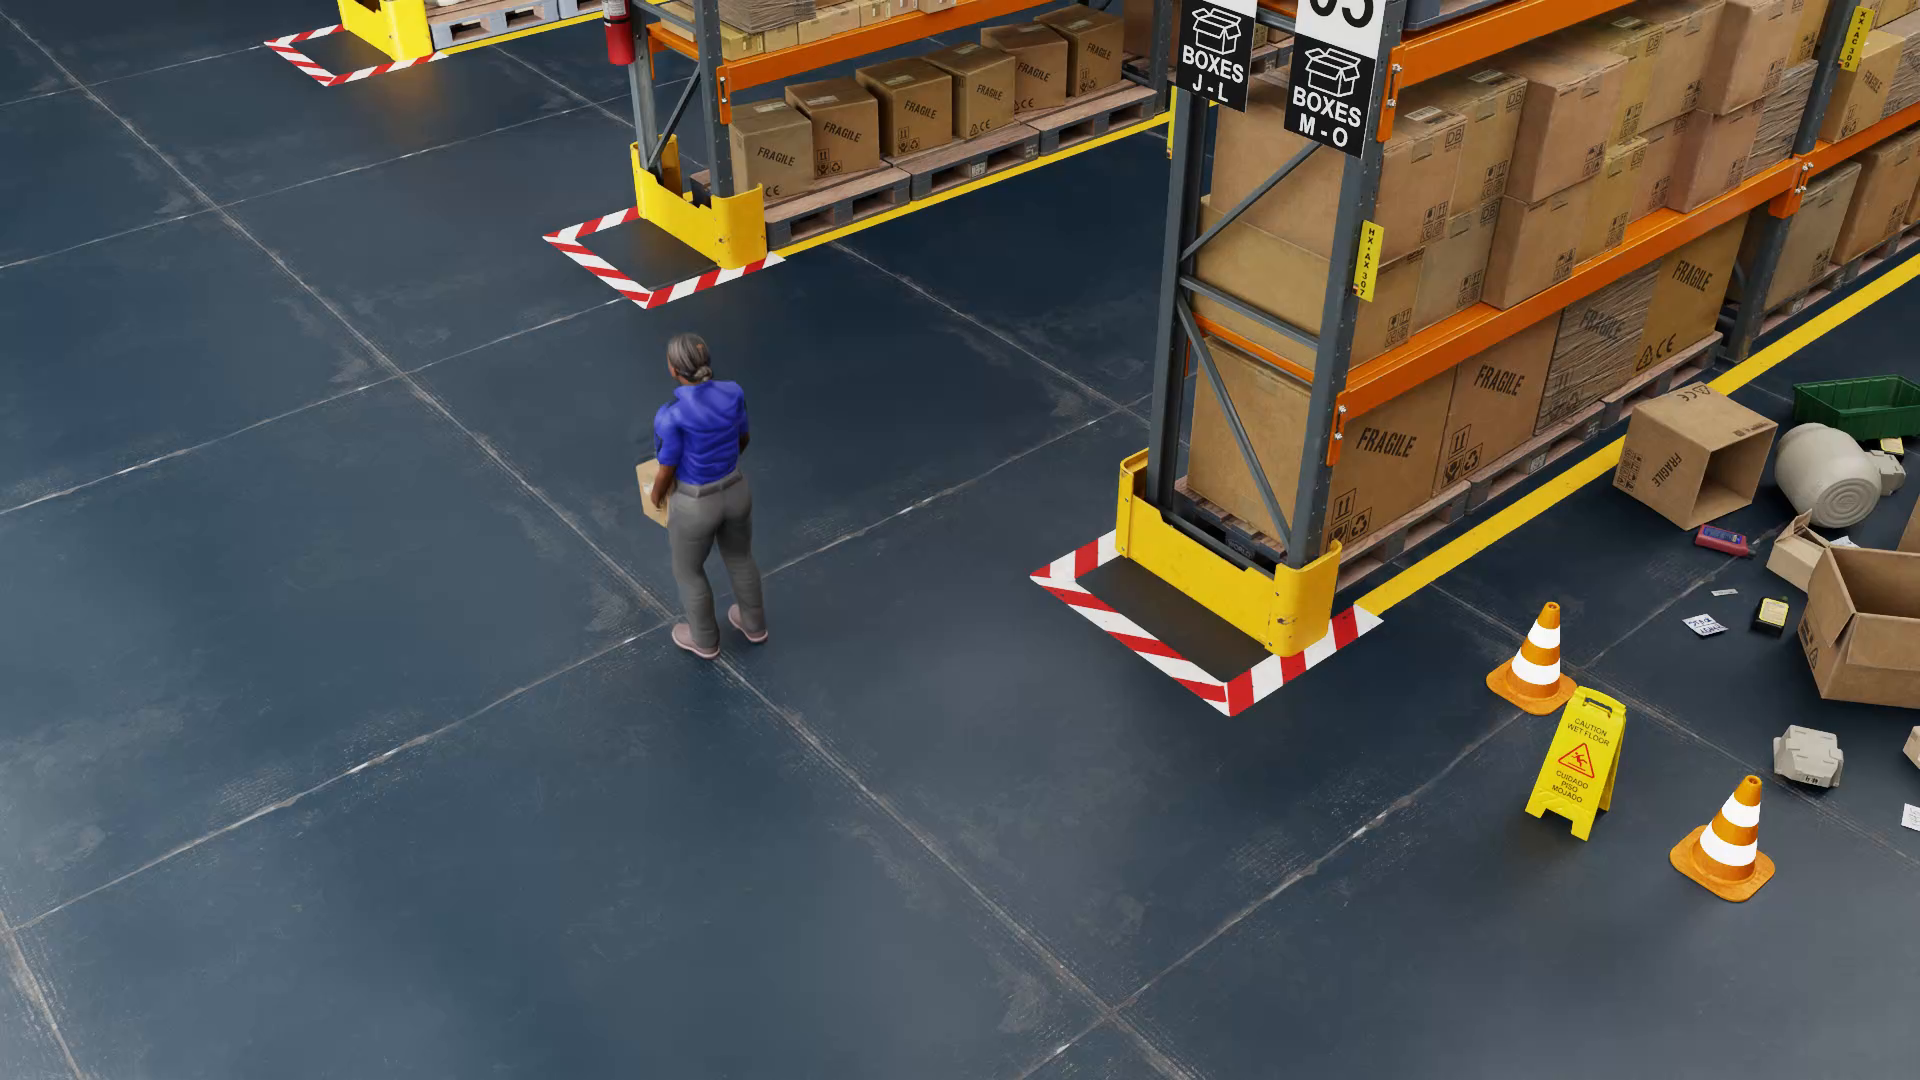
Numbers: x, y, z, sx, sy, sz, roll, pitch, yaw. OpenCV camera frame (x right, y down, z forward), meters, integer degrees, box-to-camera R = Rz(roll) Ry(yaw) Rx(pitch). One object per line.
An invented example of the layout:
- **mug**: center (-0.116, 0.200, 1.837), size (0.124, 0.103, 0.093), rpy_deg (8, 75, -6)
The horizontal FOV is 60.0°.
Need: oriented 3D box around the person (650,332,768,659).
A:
- **person**: center (-1.133, -0.190, 7.335), size (0.481, 1.662, 0.397), rpy_deg (-27, 44, -32)
